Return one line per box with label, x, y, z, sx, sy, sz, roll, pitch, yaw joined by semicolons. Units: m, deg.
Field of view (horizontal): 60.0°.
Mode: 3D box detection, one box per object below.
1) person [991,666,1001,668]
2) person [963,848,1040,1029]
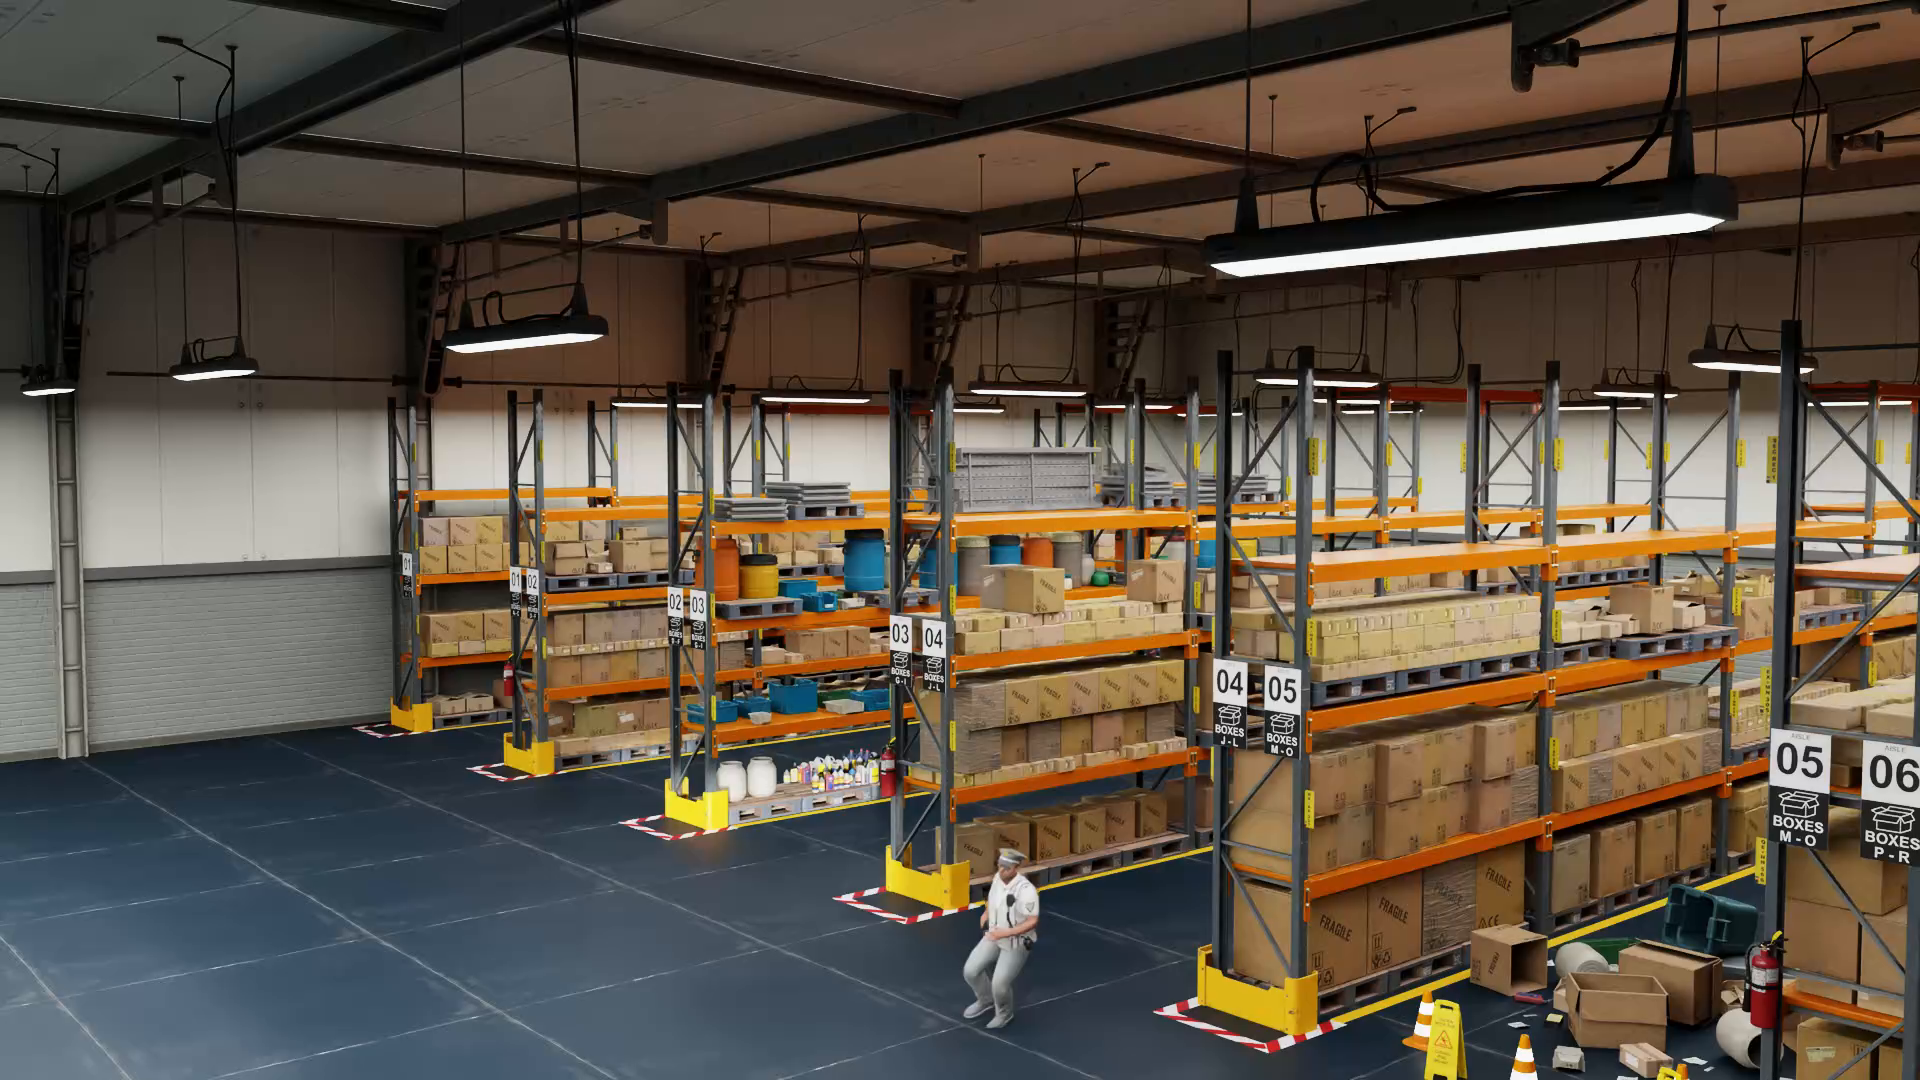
person;0.942;2.577;30.383;0.553;1.654;0.930;3;5;43
person;0.336;3.504;14.539;0.857;1.694;0.672;3;4;39
